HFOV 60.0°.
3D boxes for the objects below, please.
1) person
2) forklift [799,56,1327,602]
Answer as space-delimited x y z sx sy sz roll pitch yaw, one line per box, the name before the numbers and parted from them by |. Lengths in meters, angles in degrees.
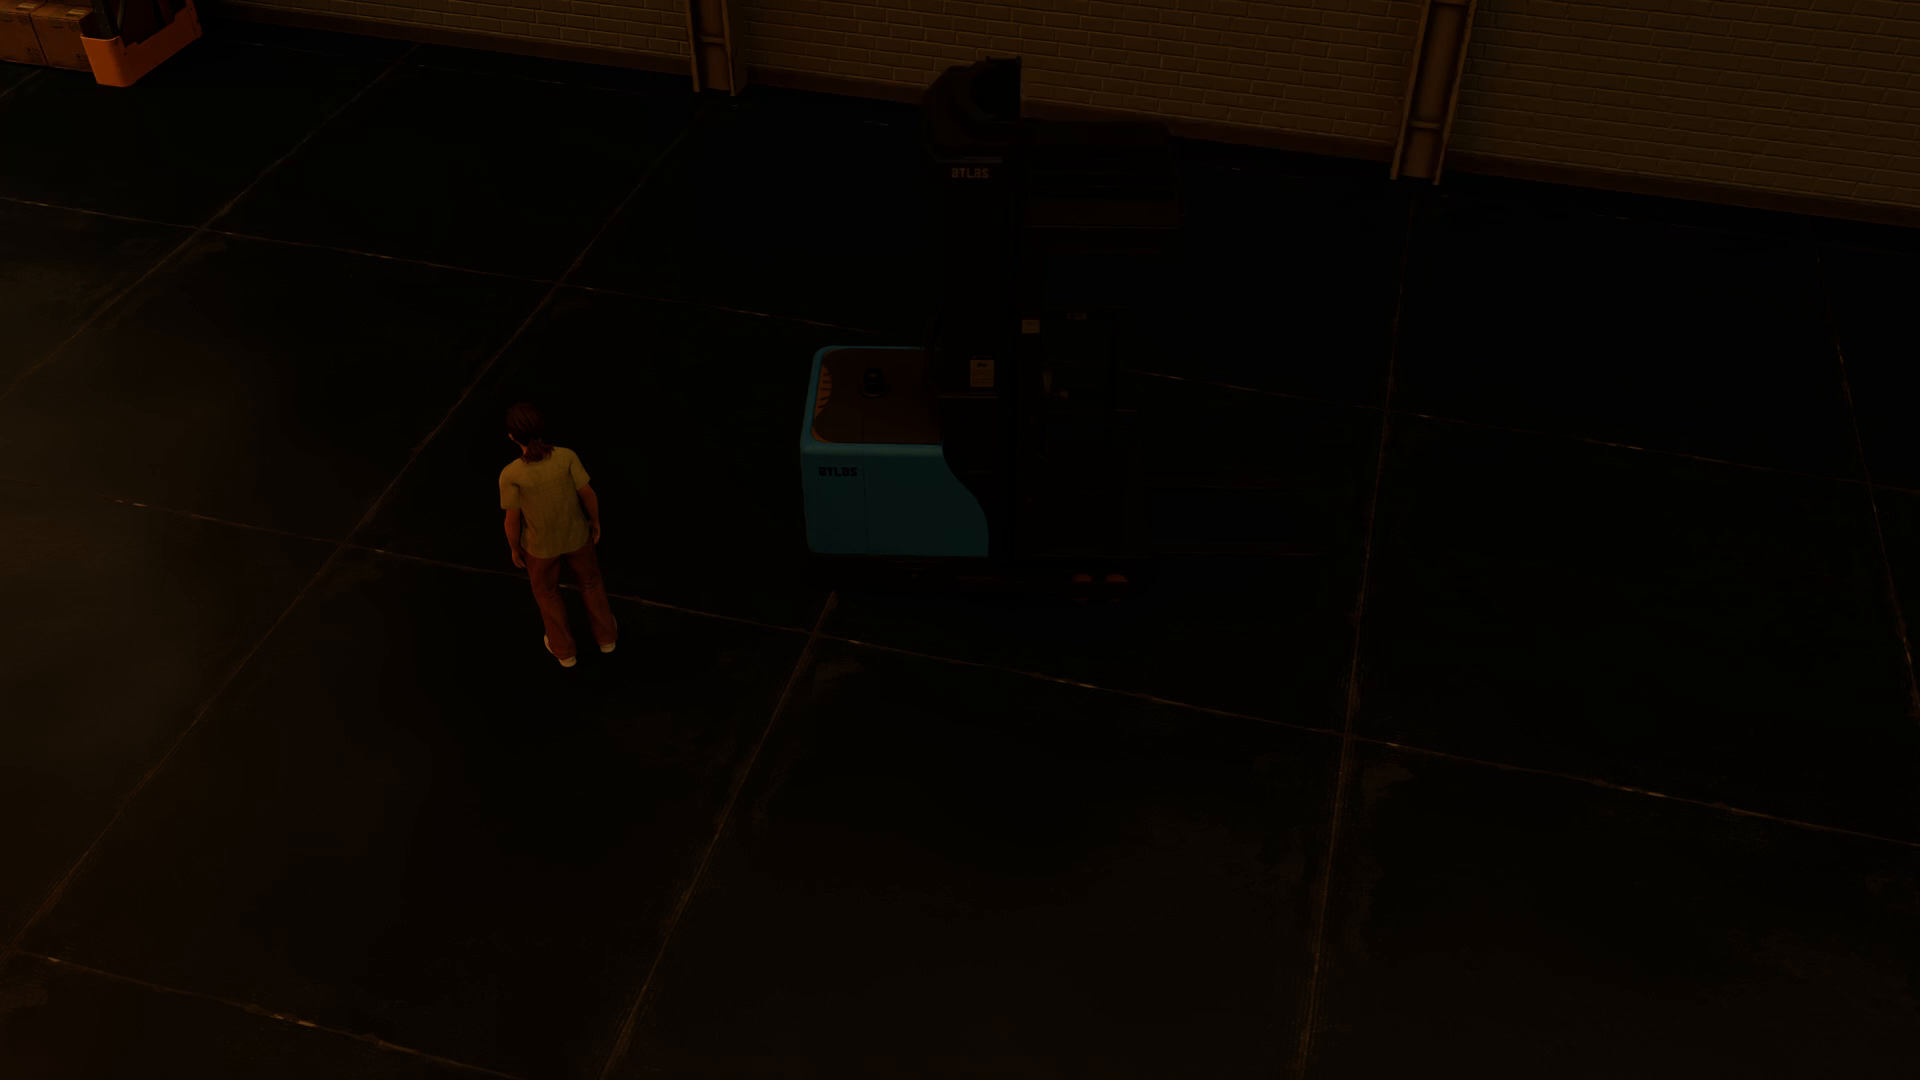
person | -2.149 -0.014 8.834 0.509 1.671 0.359 -19 45 -20
forklift | 0.629 -1.100 9.117 3.031 2.935 1.130 1 41 1
